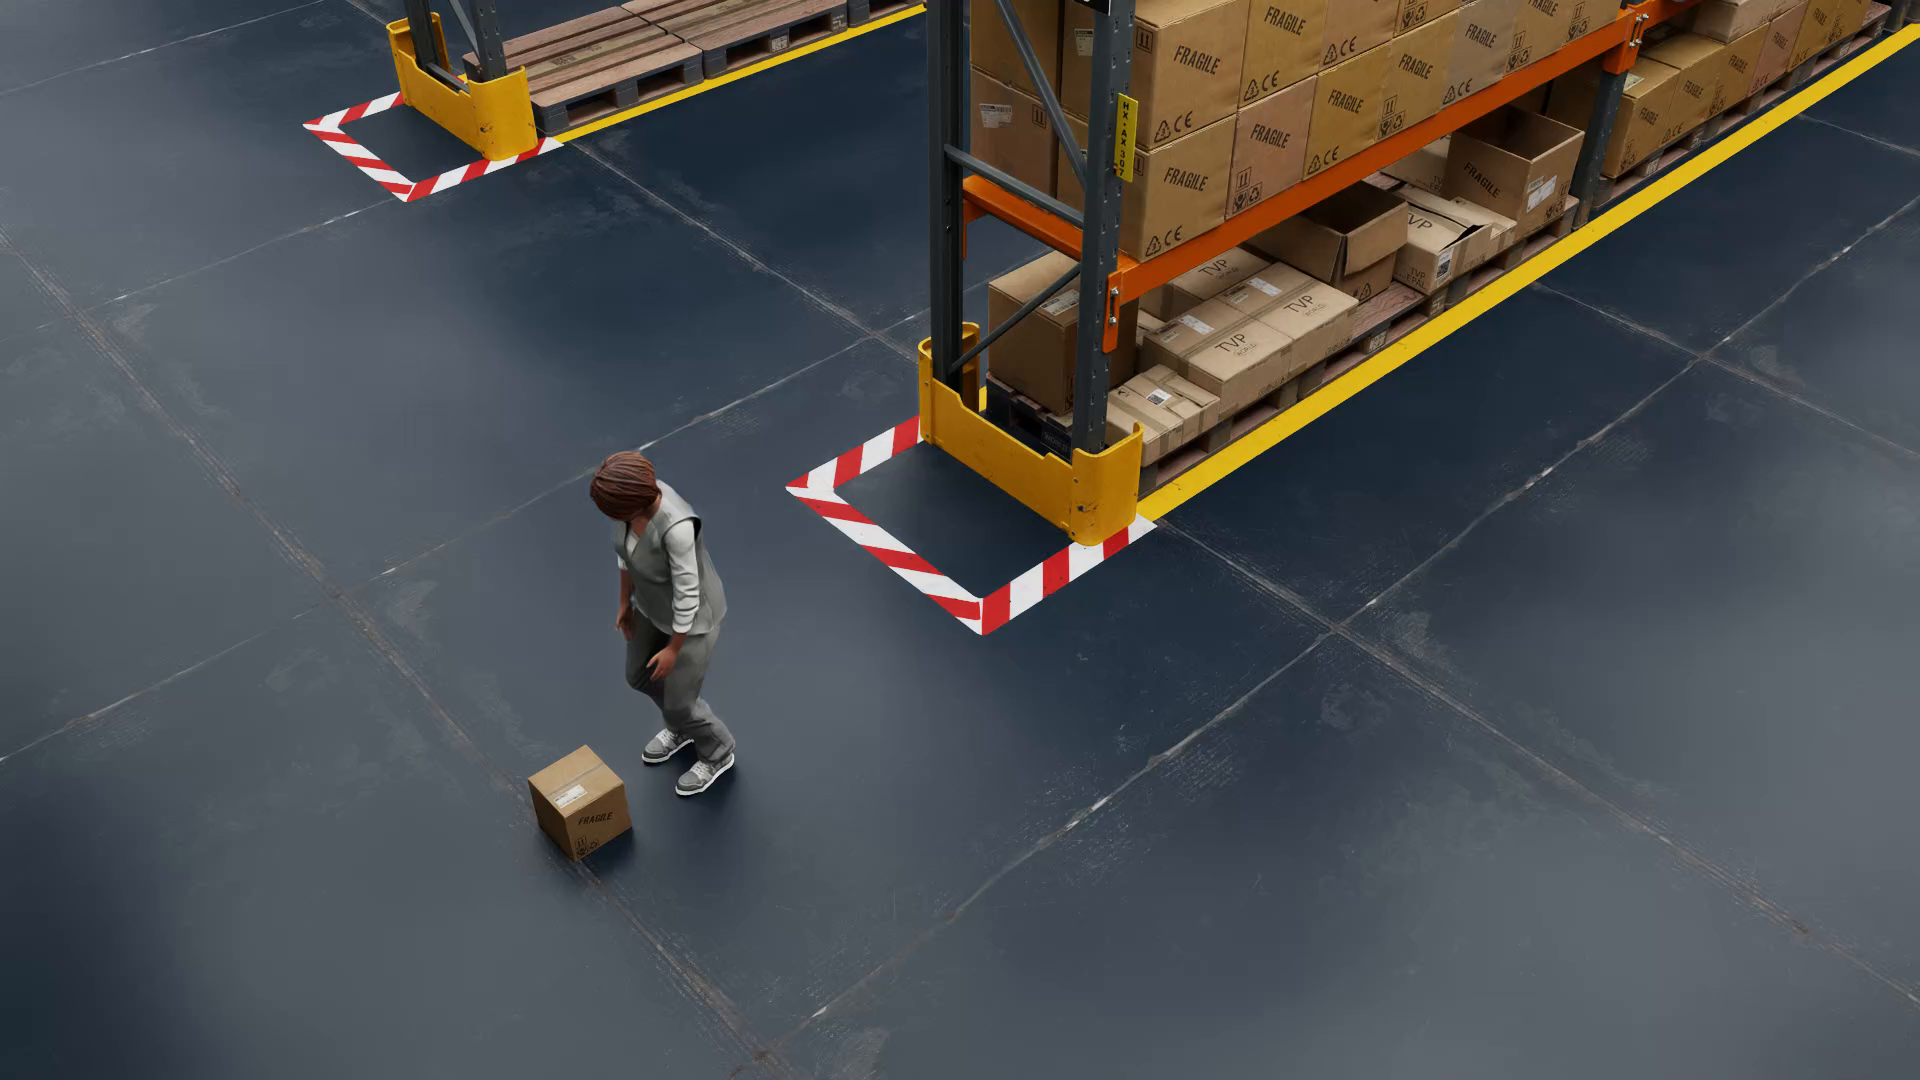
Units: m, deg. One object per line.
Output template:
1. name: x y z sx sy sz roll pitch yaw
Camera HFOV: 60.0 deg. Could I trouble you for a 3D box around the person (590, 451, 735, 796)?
1. person: -1.024 0.290 5.888 0.418 1.523 0.433 -29 48 -30
